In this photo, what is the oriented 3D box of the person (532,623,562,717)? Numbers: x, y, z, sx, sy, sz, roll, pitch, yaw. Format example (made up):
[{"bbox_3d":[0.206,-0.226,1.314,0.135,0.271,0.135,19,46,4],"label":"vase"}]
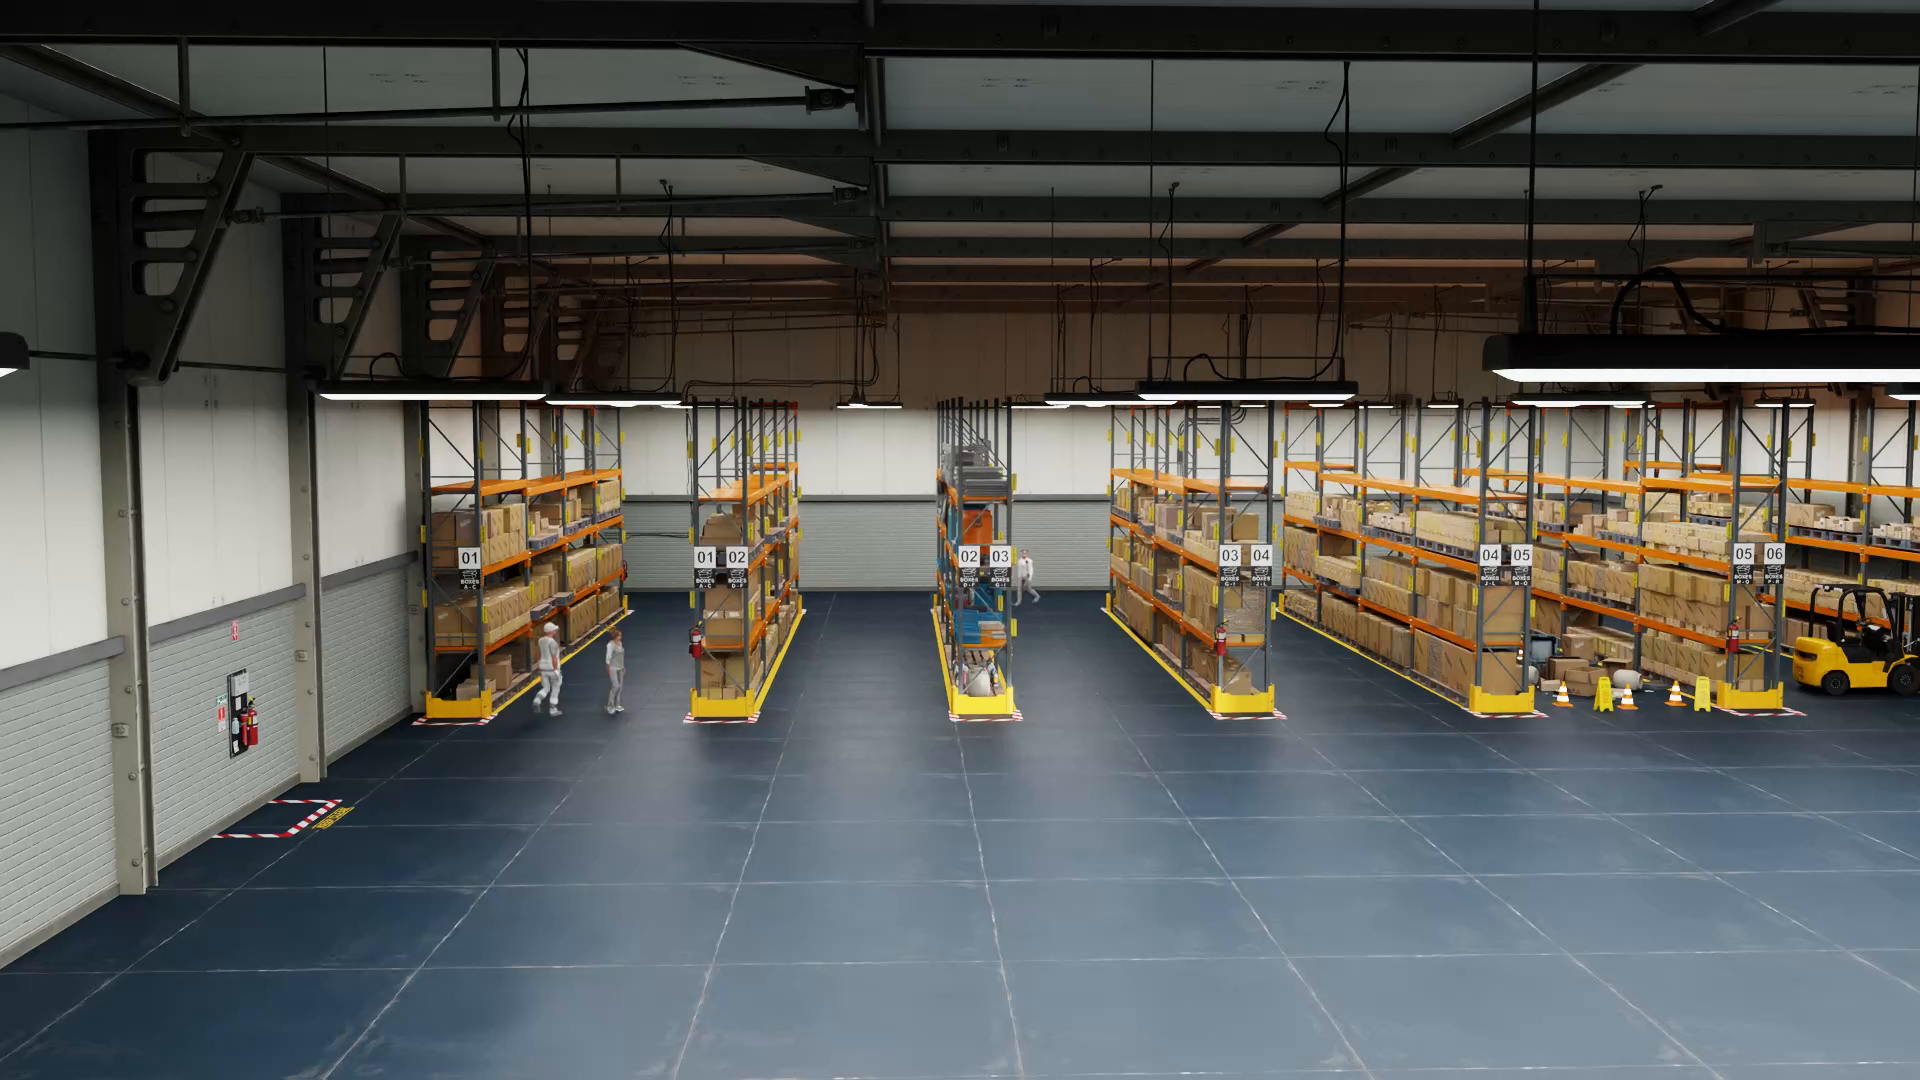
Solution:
[{"bbox_3d":[-7.697,2.426,31.010,0.540,1.778,0.683,2,5,26],"label":"person"}]

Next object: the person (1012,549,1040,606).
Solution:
[{"bbox_3d":[1.933,1.088,49.170,0.882,1.661,0.499,-4,6,-42],"label":"person"}]

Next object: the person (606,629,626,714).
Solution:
[{"bbox_3d":[-6.588,2.510,31.754,0.333,1.639,0.483,2,5,21],"label":"person"}]
